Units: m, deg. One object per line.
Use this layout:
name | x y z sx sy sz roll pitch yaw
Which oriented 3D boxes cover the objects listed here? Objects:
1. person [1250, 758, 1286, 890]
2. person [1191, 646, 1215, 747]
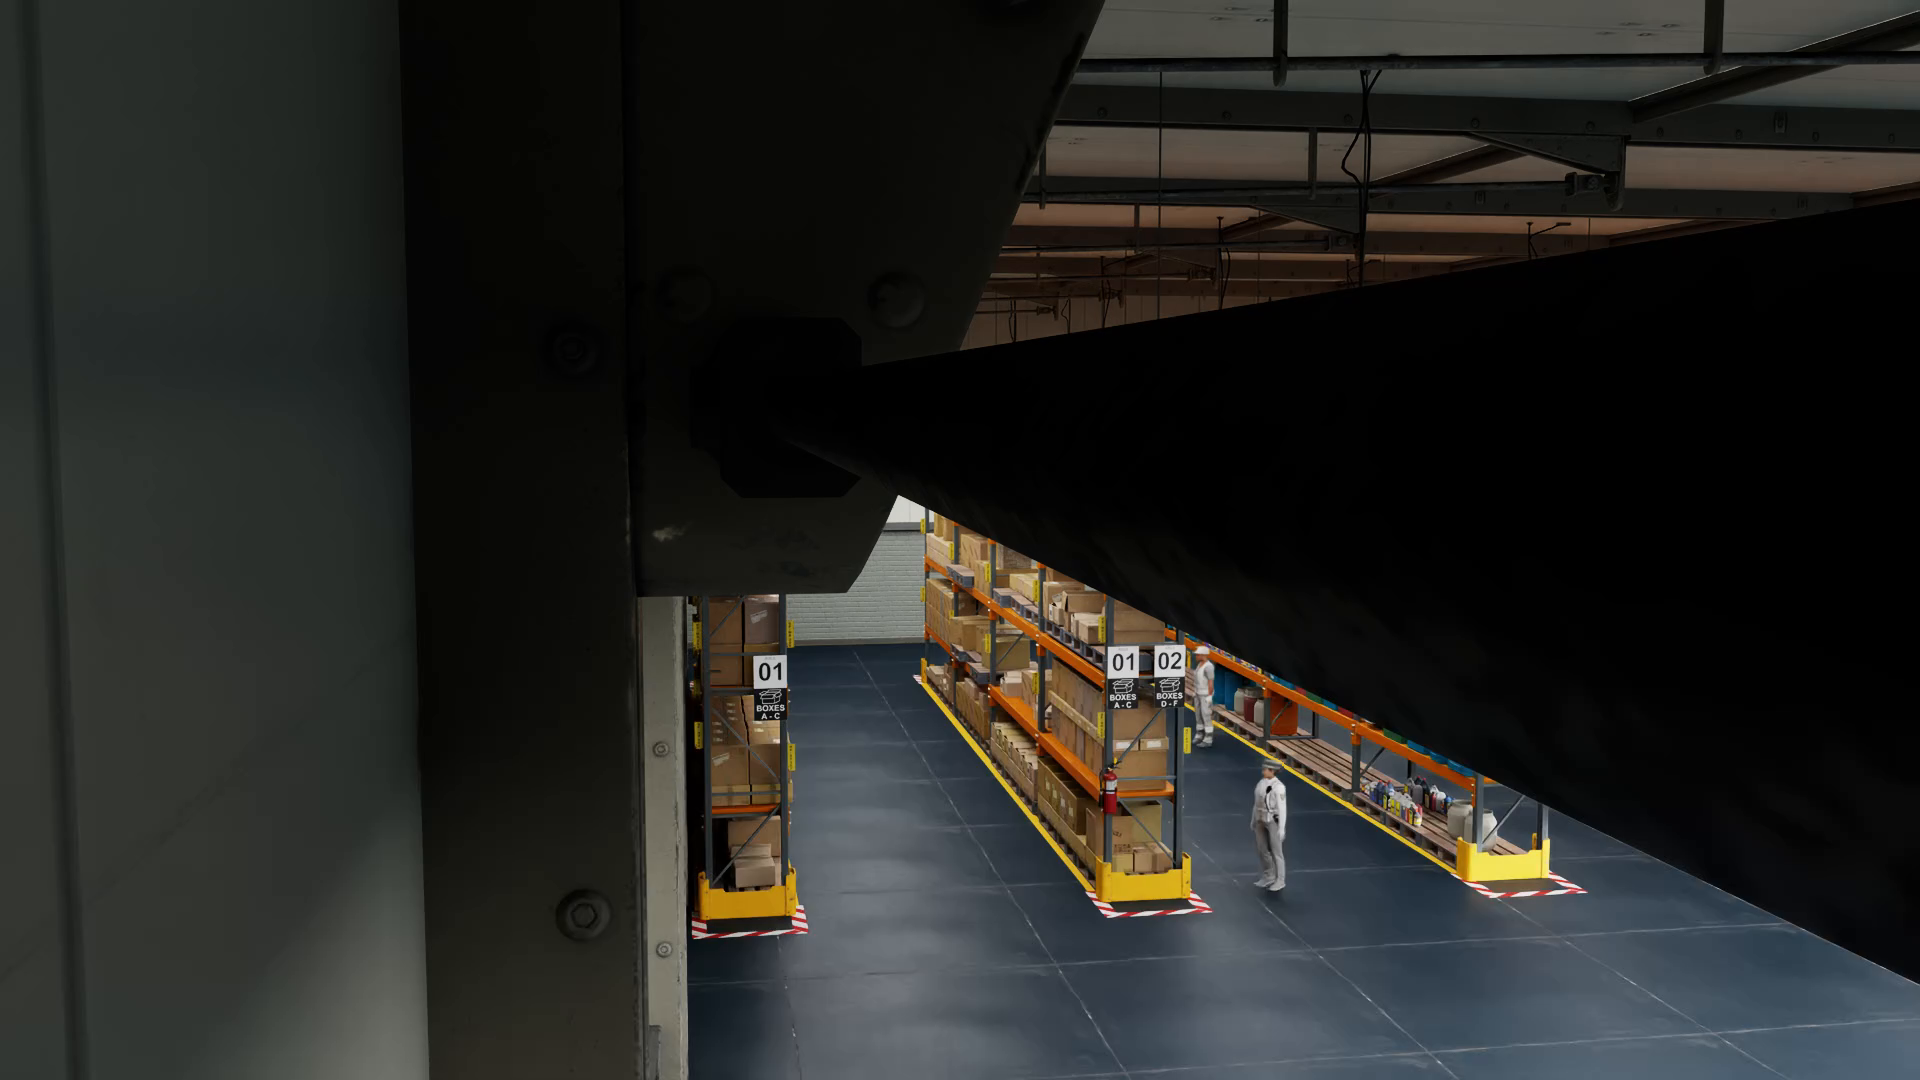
person | 3.944 3.632 21.246 0.371 1.717 0.582 -3 6 -33
person | 4.360 2.799 29.915 0.398 1.791 0.598 -1 5 -15
